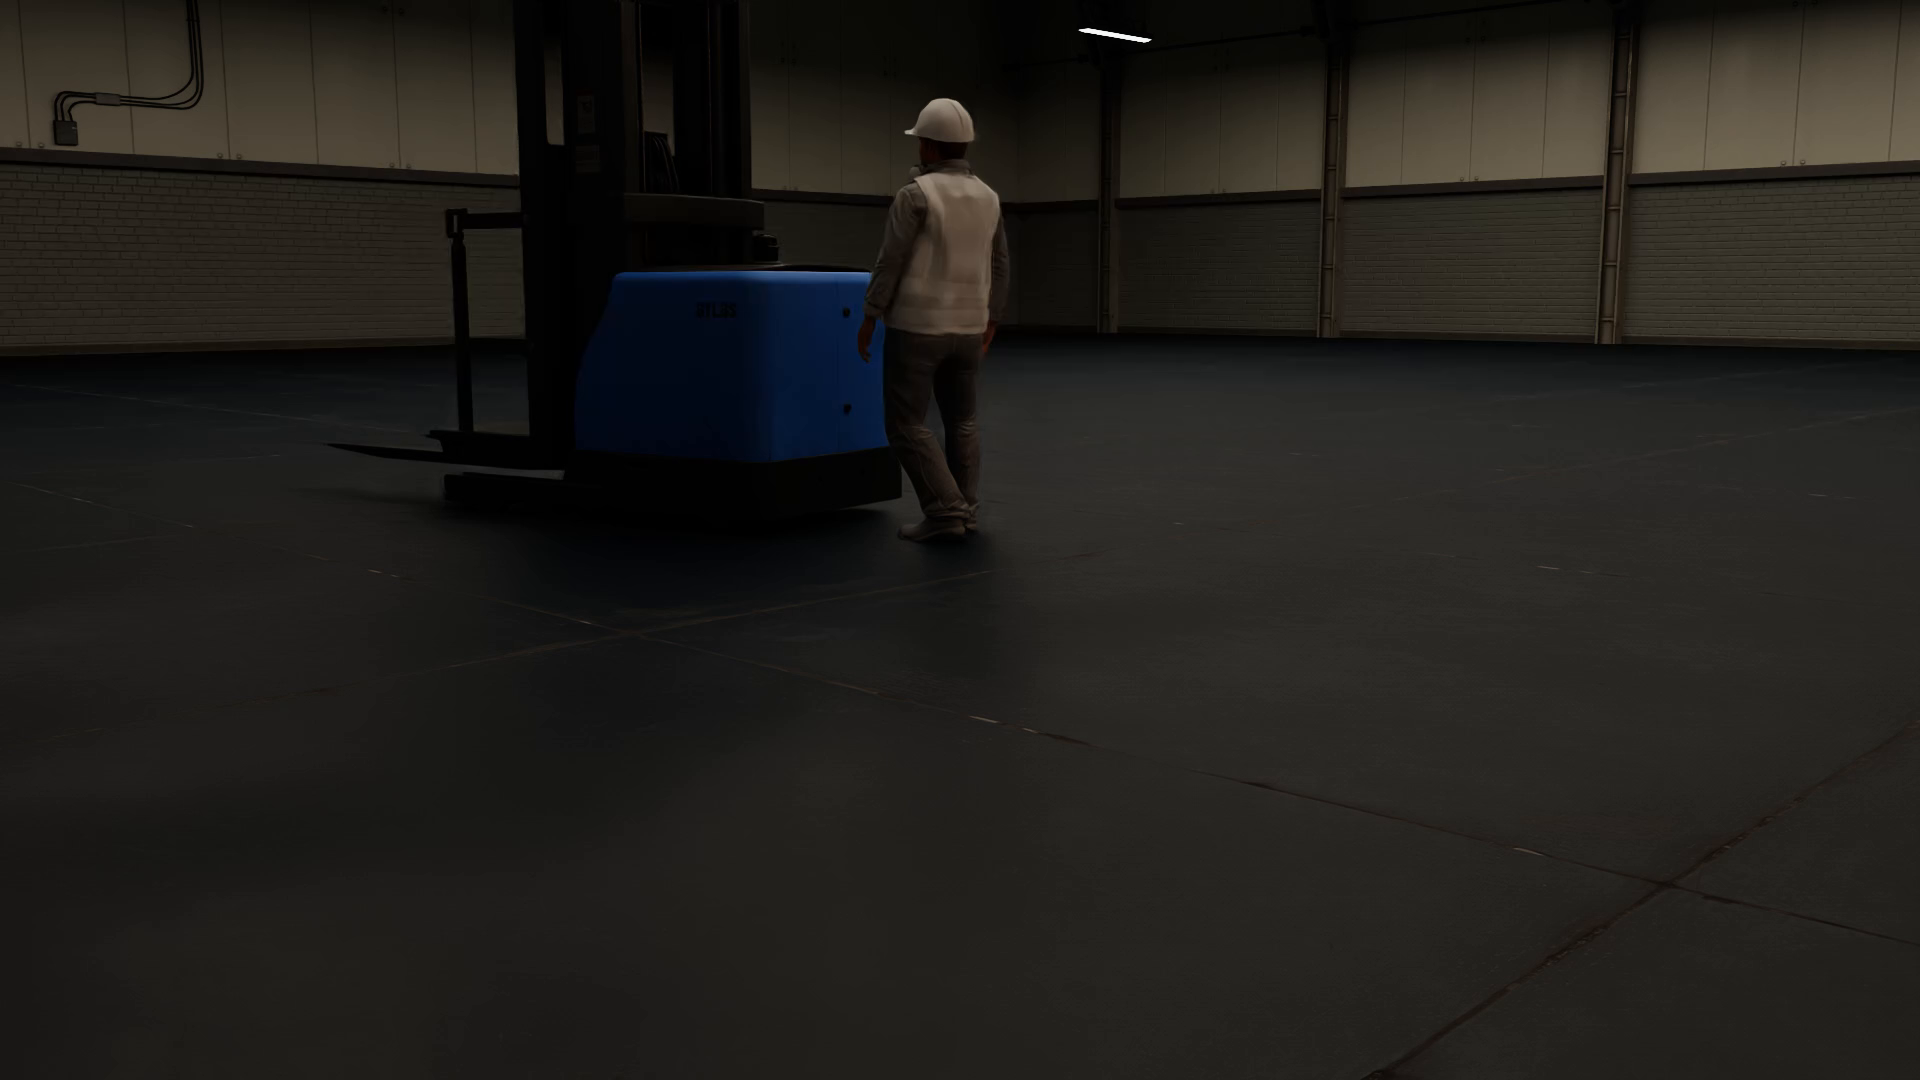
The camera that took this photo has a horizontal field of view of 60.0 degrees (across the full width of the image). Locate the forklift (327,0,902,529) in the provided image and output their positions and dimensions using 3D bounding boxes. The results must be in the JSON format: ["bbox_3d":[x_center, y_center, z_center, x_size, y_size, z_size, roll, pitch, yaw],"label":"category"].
[{"bbox_3d":[-1.774,-1.636,7.738,3.031,2.935,1.130,6,10,33],"label":"forklift"}]

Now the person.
[{"bbox_3d":[-0.135,-0.870,6.725,0.673,1.752,0.608,-6,11,-36],"label":"person"}]
